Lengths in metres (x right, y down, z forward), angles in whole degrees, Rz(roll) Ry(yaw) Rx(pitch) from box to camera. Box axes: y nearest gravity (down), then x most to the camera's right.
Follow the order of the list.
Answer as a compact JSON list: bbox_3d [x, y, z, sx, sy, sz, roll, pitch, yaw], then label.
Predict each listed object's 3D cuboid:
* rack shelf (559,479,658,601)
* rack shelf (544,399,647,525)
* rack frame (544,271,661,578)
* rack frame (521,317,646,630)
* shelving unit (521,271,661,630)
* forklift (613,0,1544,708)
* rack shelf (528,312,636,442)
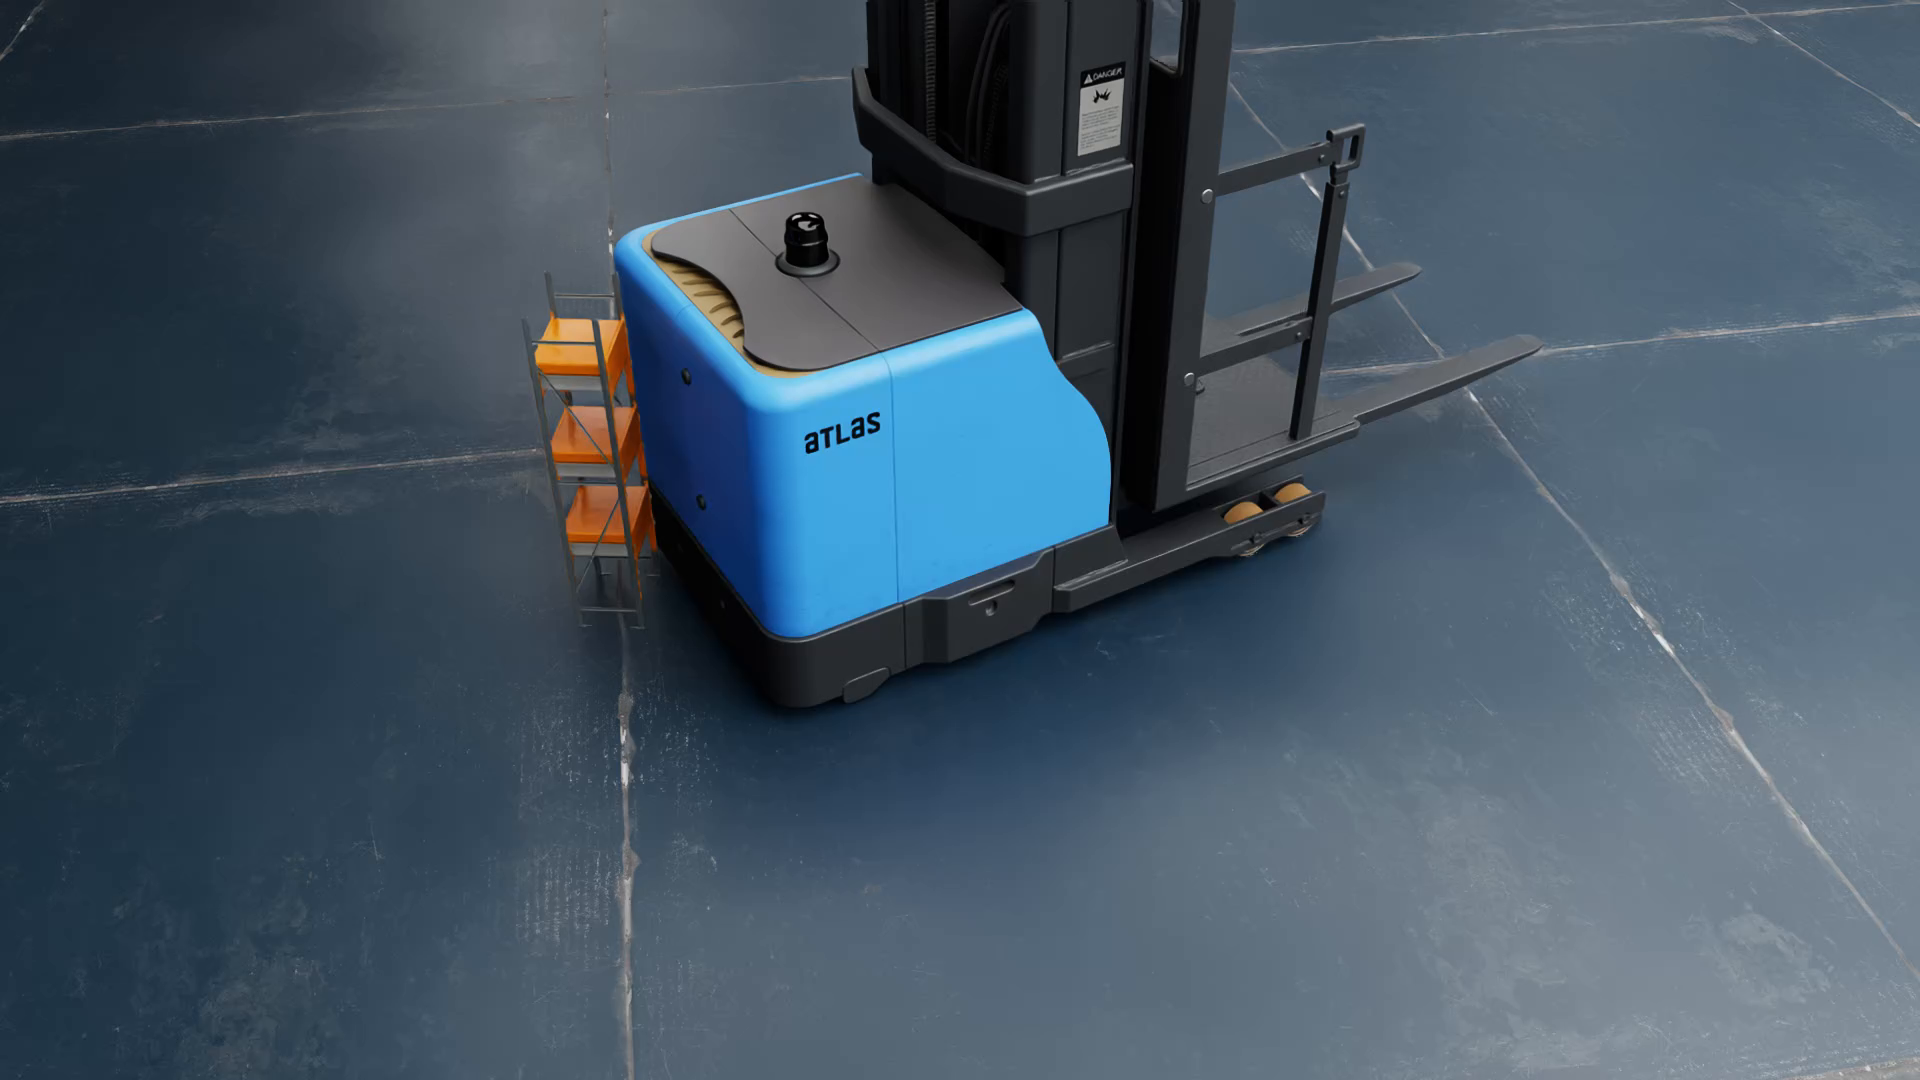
[{"bbox_3d":[-1.023,-0.001,4.866,0.215,0.259,0.240,2,38,2],"label":"rack shelf"},{"bbox_3d":[-1.023,-0.221,4.695,0.215,0.259,0.240,2,38,2],"label":"rack shelf"},{"bbox_3d":[-1.017,-0.304,4.785,0.200,1.050,0.008,2,38,2],"label":"rack frame"},{"bbox_3d":[-1.029,-0.154,4.592,0.200,1.050,0.008,2,38,2],"label":"rack frame"},{"bbox_3d":[-1.023,-0.229,4.689,0.215,1.050,0.252,2,38,2],"label":"shelving unit"},{"bbox_3d":[0.557,-1.367,4.621,3.031,2.935,1.130,-20,42,-24],"label":"forklift"},{"bbox_3d":[-1.023,-0.445,4.521,0.215,0.259,0.240,2,38,2],"label":"rack shelf"}]
